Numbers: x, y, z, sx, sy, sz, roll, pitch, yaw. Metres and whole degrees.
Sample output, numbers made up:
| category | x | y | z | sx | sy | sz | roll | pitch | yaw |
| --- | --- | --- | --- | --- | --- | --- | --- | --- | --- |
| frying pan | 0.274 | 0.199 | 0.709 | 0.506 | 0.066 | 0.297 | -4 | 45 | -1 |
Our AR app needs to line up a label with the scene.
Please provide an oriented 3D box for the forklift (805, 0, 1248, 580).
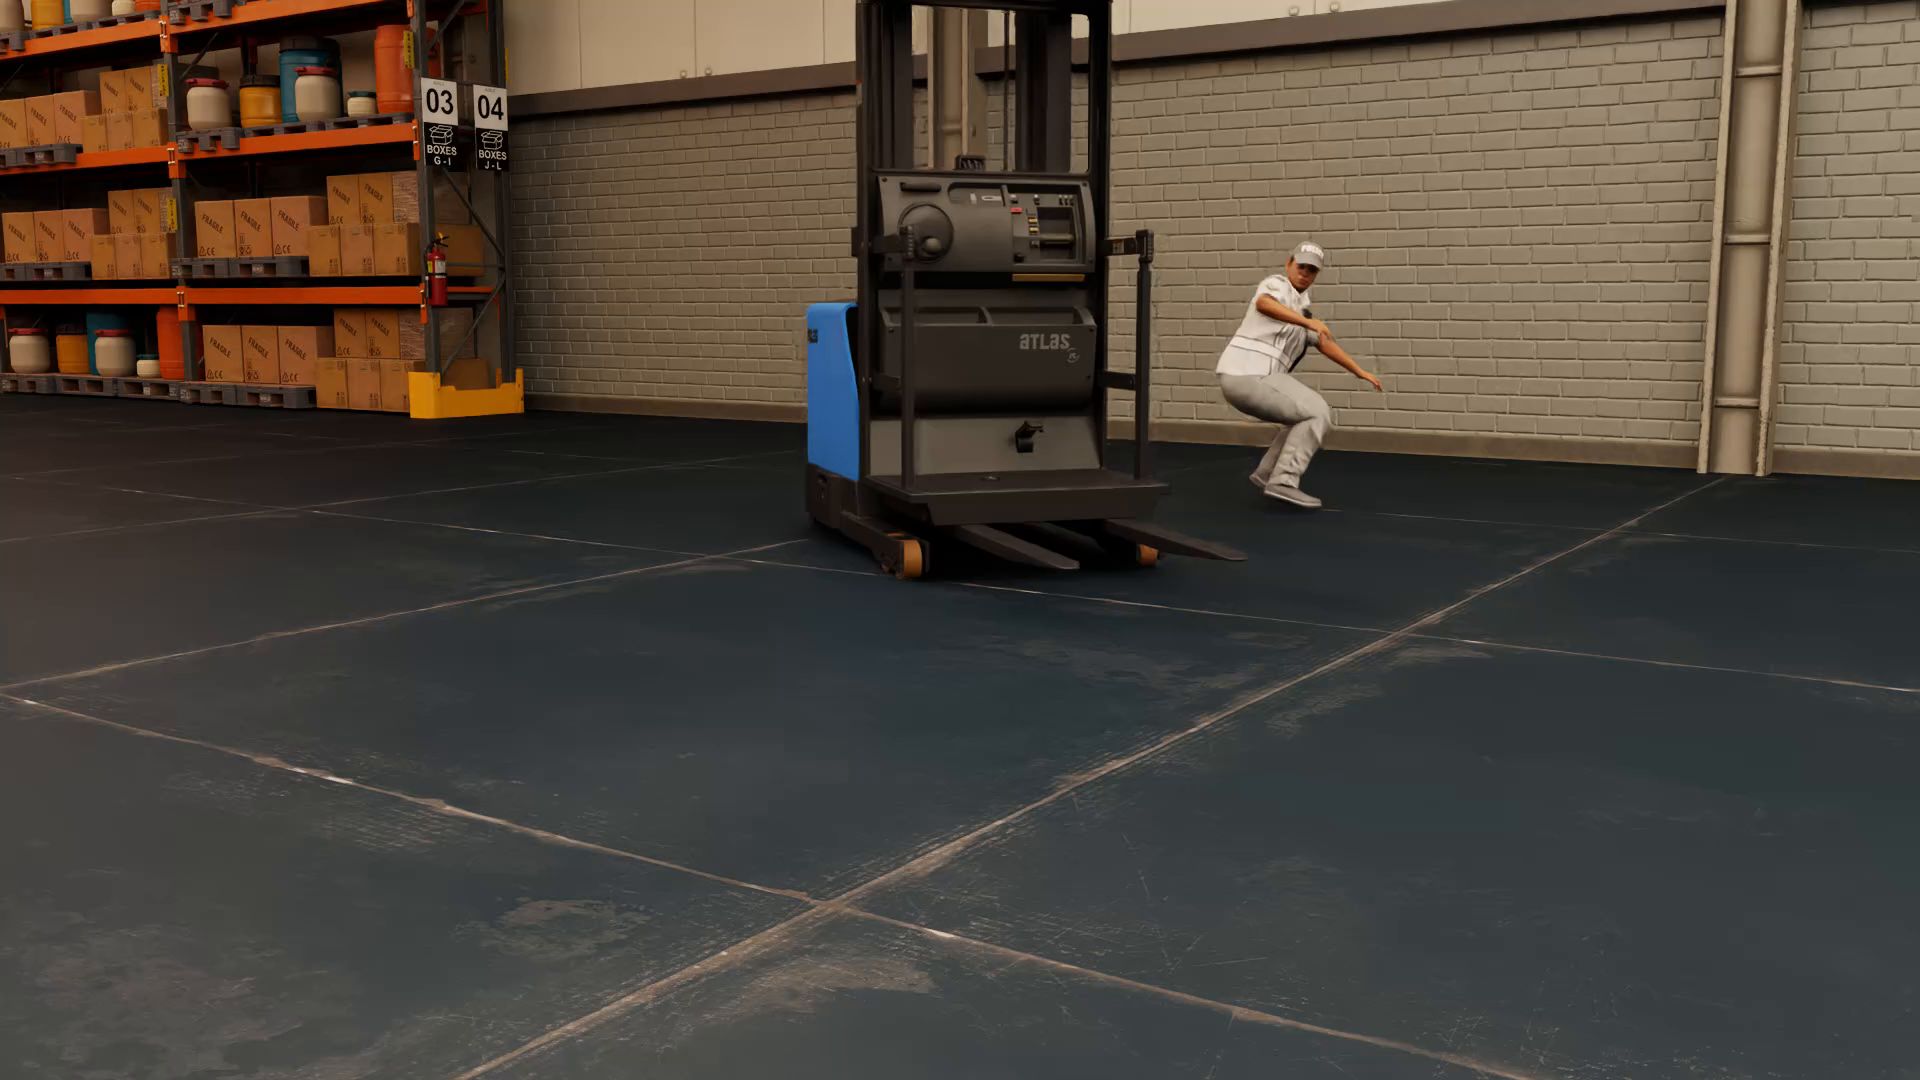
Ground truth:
| category | x | y | z | sx | sy | sz | roll | pitch | yaw |
| --- | --- | --- | --- | --- | --- | --- | --- | --- | --- |
| forklift | 0.185 | -1.355 | 6.725 | 1.130 | 2.935 | 3.031 | -3 | 8 | -18 |

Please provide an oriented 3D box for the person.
| category | x | y | z | sx | sy | sz | roll | pitch | yaw |
| --- | --- | --- | --- | --- | --- | --- | --- | --- | --- |
| person | 1.784 | -0.849 | 8.762 | 0.875 | 1.428 | 0.745 | 2 | 8 | 13 |
